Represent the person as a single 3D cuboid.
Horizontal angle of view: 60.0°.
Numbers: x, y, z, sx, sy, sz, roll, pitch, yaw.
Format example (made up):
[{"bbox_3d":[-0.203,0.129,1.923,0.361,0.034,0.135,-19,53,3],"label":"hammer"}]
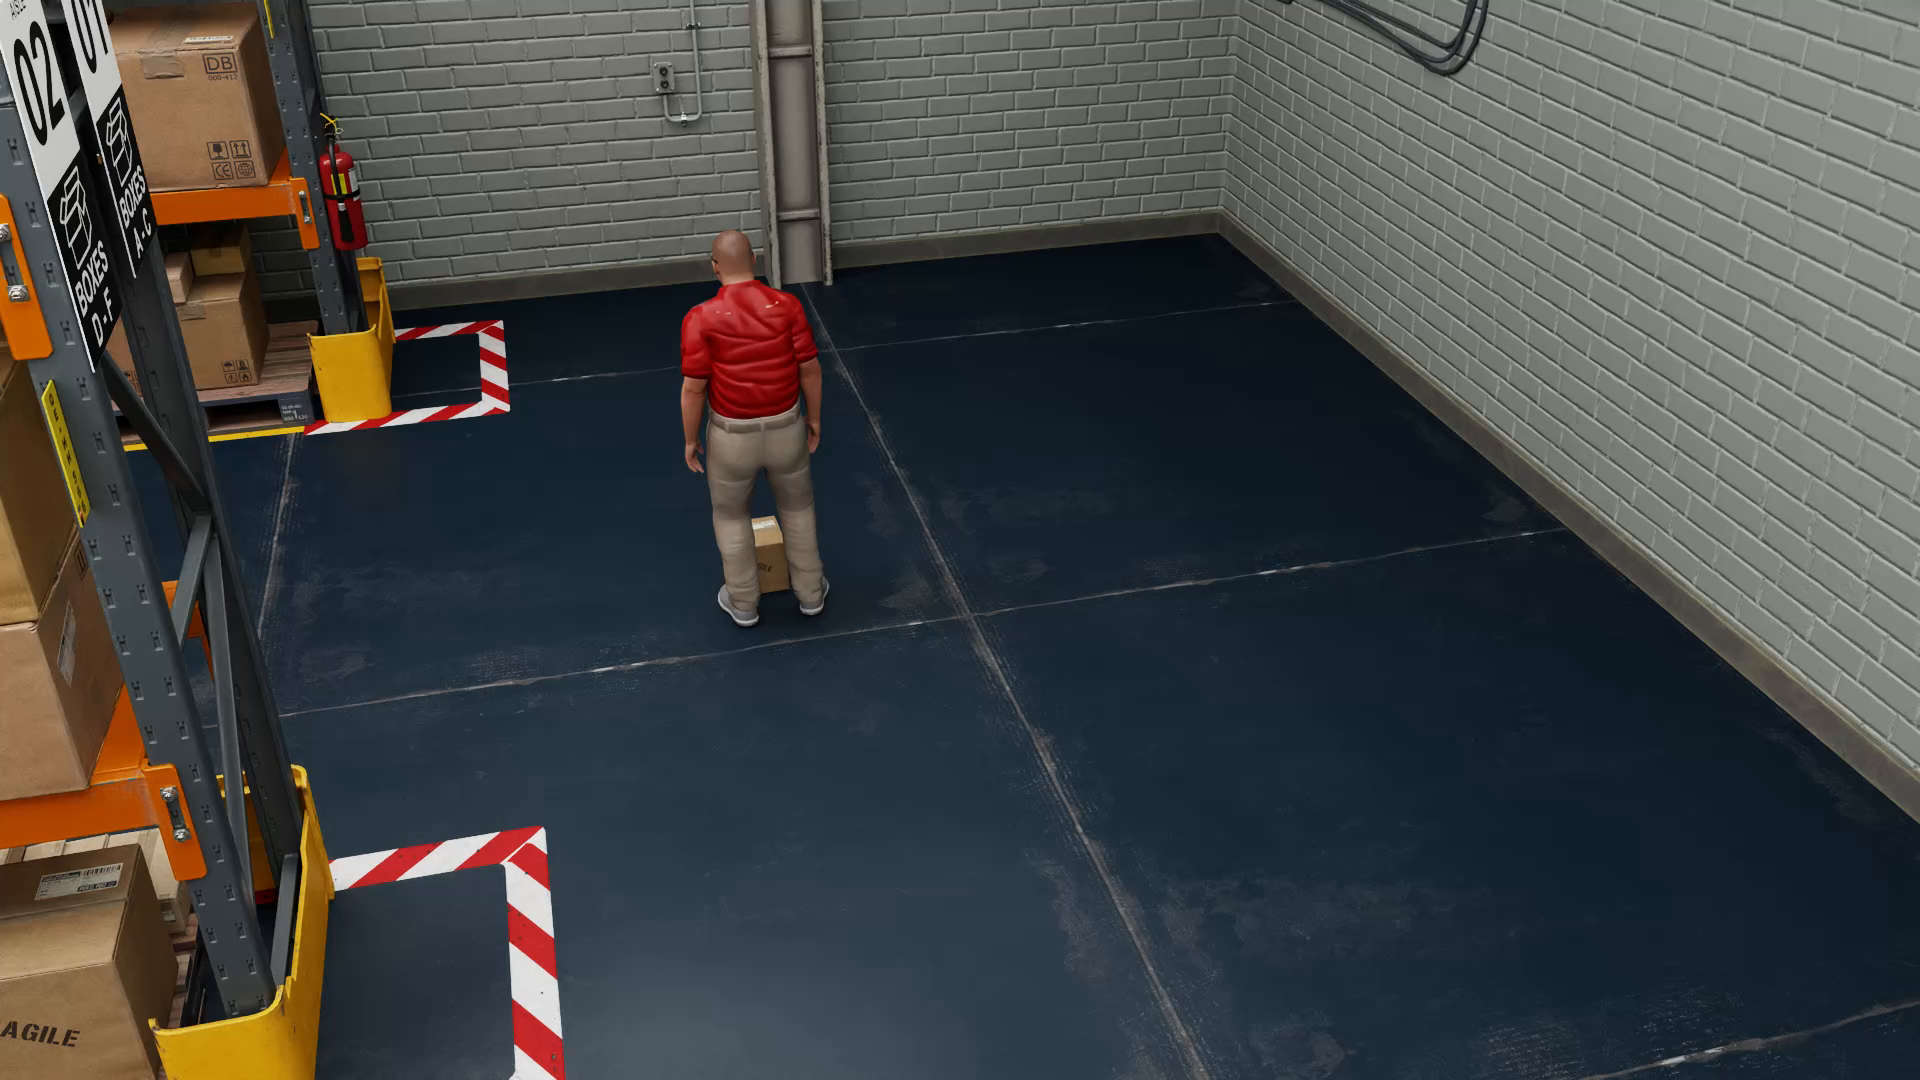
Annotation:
[{"bbox_3d":[-0.851,-0.443,6.909,0.606,1.726,0.392,-10,31,-16],"label":"person"}]
